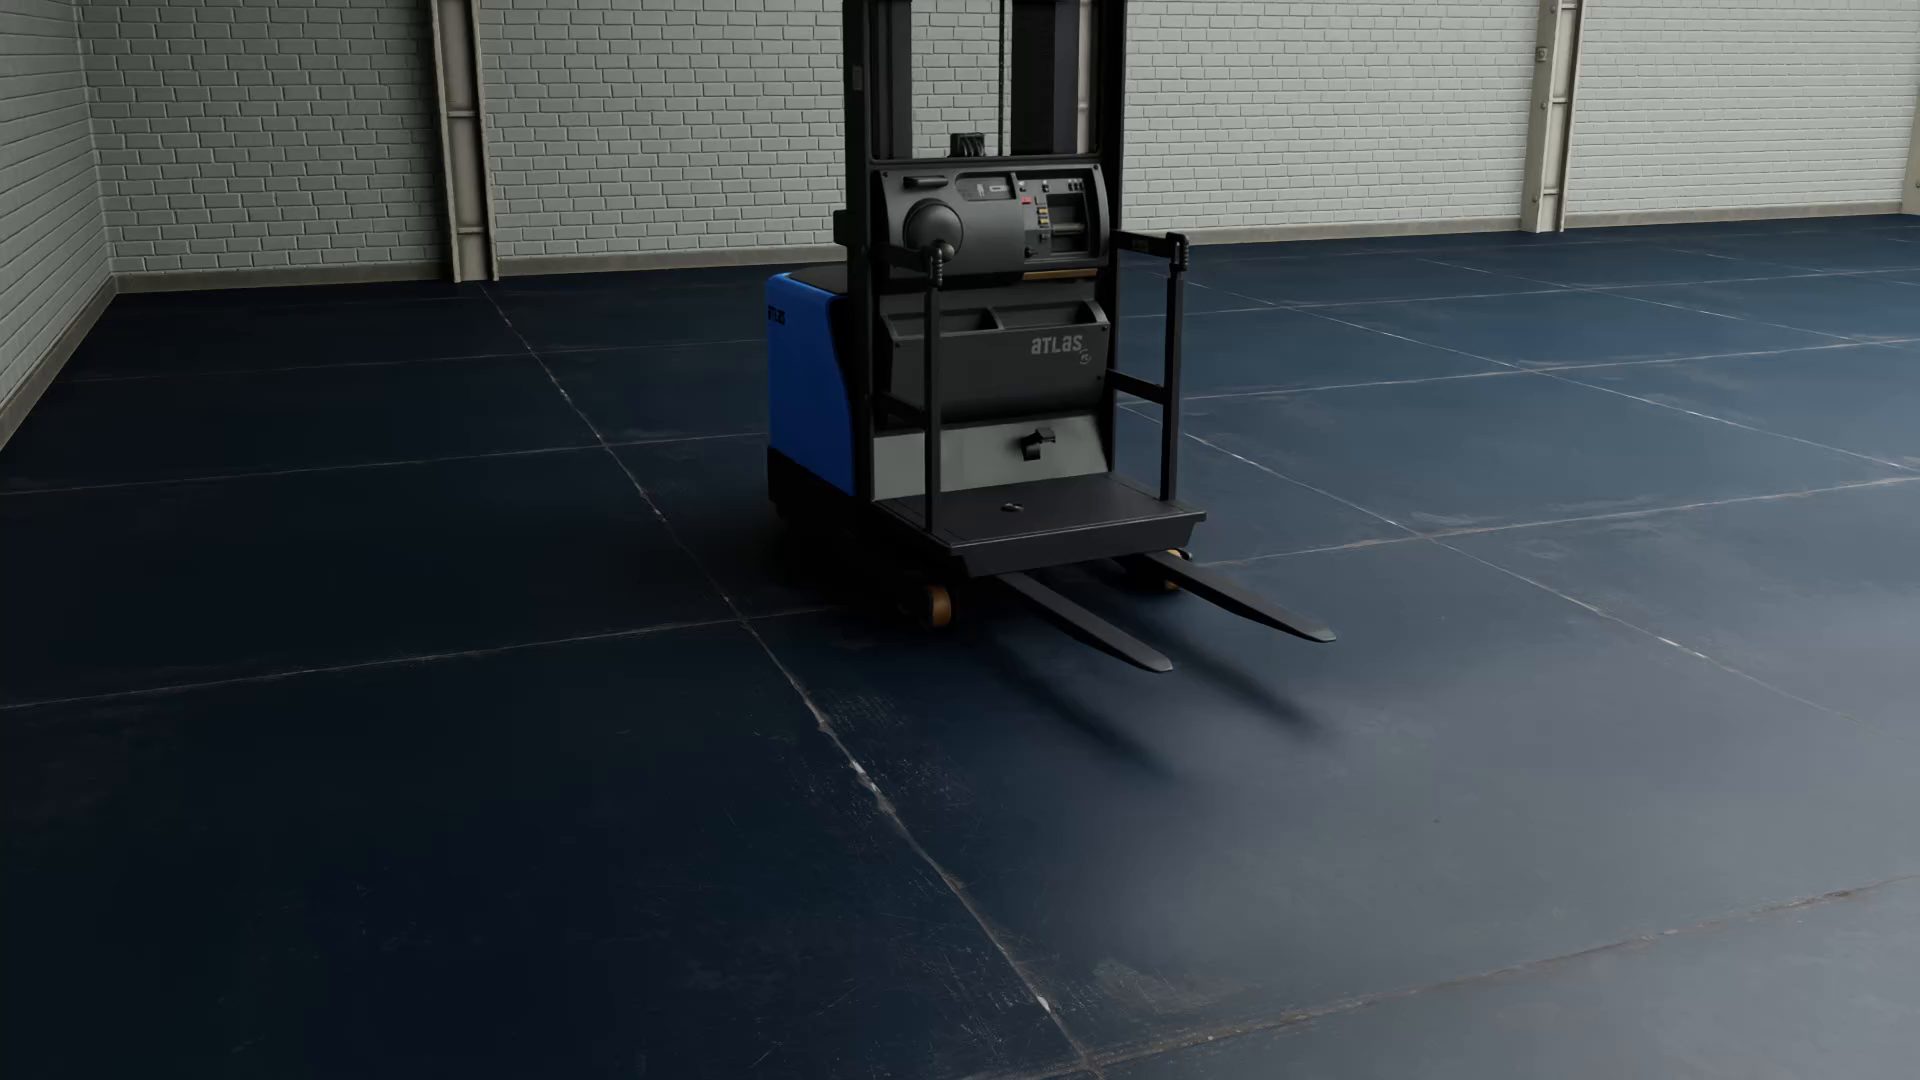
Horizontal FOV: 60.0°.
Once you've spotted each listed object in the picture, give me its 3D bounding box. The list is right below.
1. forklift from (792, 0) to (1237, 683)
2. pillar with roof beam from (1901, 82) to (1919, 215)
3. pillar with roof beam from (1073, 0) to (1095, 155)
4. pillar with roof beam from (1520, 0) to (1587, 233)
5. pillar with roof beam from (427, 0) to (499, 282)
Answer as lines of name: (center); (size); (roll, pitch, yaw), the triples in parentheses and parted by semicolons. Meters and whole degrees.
forklift: (0.125, -1.213, 6.026); (1.130, 2.935, 3.031); (-4, 17, -15)
pillar with roof beam: (13.906, -7.389, 16.288); (0.400, 9.000, 9.100); (-6, 17, -20)
pillar with roof beam: (2.700, -6.179, 12.168); (0.400, 9.000, 9.100); (-6, 17, -20)
pillar with roof beam: (8.303, -6.784, 14.228); (0.400, 9.000, 9.100); (-6, 17, -20)
pillar with roof beam: (-2.902, -5.574, 10.108); (0.400, 9.000, 9.100); (-6, 17, -20)
